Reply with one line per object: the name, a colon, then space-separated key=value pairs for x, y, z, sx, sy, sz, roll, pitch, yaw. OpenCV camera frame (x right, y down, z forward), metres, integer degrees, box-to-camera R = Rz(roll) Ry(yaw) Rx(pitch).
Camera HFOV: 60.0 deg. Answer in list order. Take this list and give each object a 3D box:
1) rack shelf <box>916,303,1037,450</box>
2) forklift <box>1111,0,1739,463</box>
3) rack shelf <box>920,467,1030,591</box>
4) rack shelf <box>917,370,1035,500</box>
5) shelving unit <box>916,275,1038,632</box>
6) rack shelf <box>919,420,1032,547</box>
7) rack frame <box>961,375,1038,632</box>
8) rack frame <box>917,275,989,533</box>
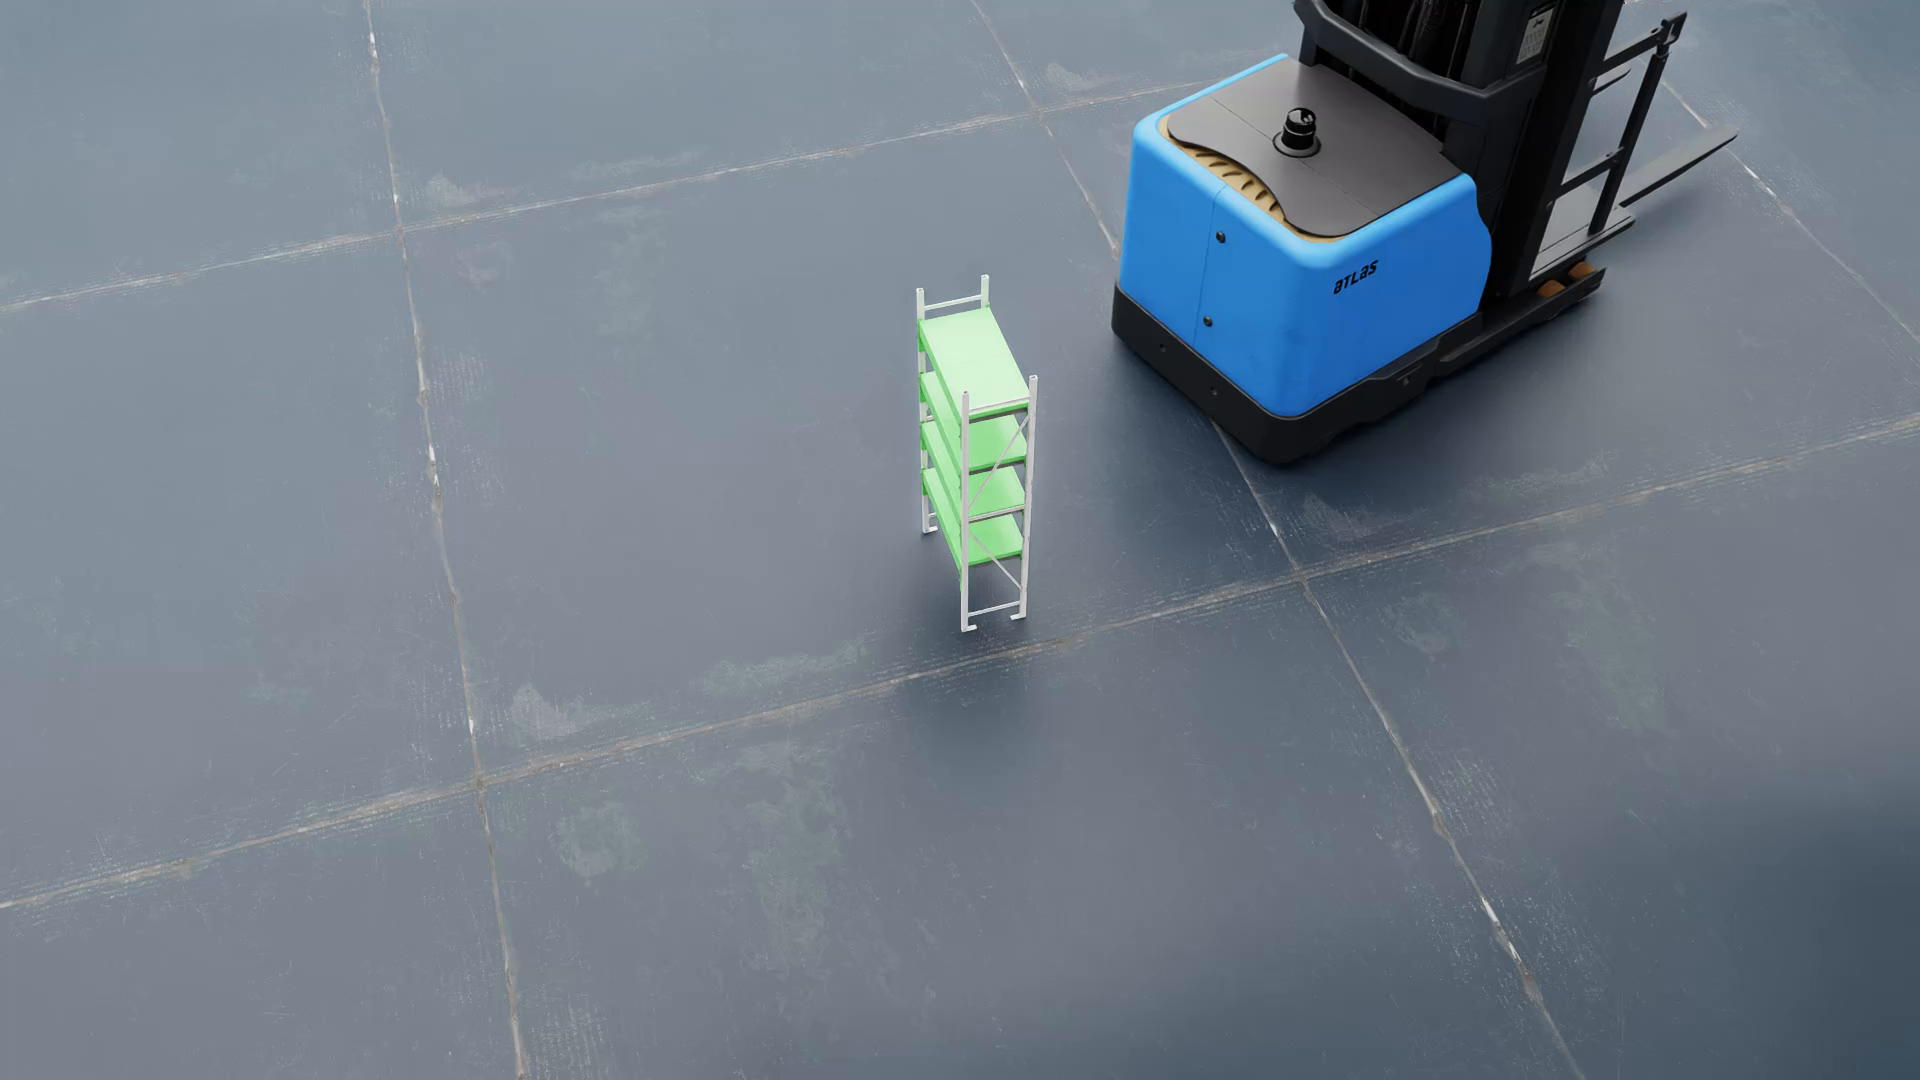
rack shelf: x=0.049 y=-0.534 z=5.371 sx=0.258 sy=0.148 sz=0.480 roll=-13 pitch=51 yaw=-11
forklift: x=2.114 y=-2.173 z=6.165 sx=3.031 sy=2.935 sz=1.130 roll=-30 pitch=56 yaw=-23
rack shelf: x=0.049 y=-0.070 z=5.922 sx=0.258 sy=0.148 sz=0.480 roll=-13 pitch=51 yaw=-11
rack shelf: x=0.049 y=-0.379 z=5.555 sx=0.258 sy=0.148 sz=0.480 roll=-13 pitch=51 yaw=-11
shelving unit: x=0.049 y=-0.266 z=5.689 sx=0.258 sy=1.200 sz=0.503 roll=-13 pitch=51 yaw=-11
rack shelf: x=0.049 y=-0.225 z=5.738 sx=0.258 sy=0.148 sz=0.480 roll=-13 pitch=51 yaw=-11
rack frame: x=0.121 y=-0.088 z=5.539 sx=0.240 sy=1.200 sz=0.015 roll=-13 pitch=51 yaw=-11
rack frame: x=-0.023 y=-0.444 z=5.840 sx=0.240 sy=1.200 sz=0.015 roll=-13 pitch=51 yaw=-11
